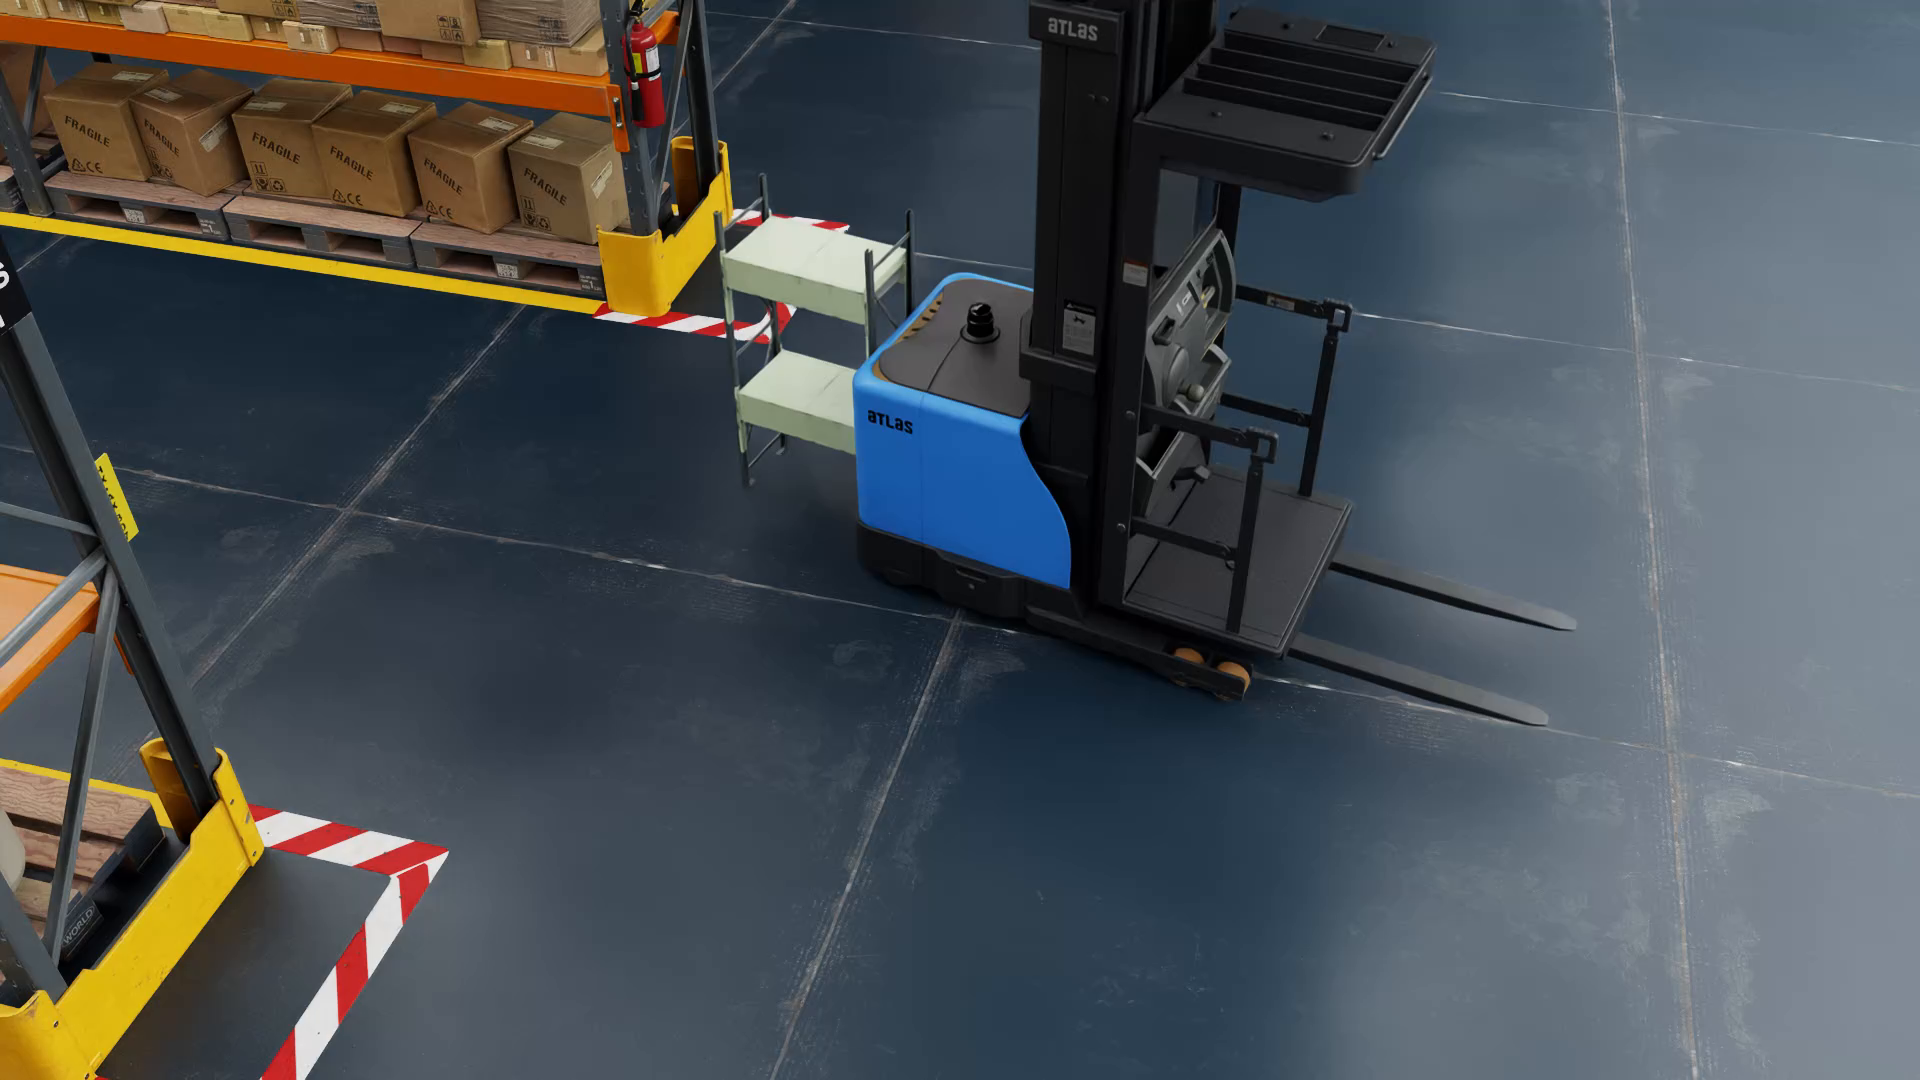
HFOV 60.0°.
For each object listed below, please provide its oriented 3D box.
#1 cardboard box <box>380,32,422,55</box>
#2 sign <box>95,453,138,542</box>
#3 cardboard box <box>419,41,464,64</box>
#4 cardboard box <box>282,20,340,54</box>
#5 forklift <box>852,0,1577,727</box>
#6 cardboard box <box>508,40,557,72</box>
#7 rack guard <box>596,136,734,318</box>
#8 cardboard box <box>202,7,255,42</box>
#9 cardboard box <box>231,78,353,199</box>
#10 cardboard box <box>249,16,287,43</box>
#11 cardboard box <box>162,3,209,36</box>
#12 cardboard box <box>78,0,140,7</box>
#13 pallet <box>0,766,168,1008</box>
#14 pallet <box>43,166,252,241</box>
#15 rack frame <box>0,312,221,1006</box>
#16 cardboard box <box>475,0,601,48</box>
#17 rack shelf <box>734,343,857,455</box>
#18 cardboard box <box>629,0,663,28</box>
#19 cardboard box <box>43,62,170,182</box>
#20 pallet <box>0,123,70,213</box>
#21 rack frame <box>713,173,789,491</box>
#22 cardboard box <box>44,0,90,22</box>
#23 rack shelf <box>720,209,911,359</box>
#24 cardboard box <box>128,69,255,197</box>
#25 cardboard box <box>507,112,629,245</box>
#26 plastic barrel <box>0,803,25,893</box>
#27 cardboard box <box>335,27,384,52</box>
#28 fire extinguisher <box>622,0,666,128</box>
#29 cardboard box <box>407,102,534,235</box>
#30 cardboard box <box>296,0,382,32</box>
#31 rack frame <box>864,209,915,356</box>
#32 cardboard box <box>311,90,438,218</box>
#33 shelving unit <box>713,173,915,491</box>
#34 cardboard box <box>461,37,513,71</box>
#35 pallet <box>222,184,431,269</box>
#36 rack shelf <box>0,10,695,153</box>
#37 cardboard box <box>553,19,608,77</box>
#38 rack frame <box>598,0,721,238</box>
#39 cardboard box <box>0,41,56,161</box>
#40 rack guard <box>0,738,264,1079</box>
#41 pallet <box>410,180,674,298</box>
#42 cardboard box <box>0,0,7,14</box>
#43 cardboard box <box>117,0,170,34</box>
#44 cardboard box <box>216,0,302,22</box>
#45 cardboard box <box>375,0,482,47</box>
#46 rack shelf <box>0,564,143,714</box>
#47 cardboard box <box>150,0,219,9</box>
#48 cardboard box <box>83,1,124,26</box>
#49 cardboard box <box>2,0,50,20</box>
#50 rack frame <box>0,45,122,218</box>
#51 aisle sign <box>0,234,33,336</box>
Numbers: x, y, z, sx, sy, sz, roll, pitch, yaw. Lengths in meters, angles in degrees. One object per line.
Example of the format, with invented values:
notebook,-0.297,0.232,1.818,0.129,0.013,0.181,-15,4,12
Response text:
cardboard box,-2.885,-2.745,8.881,0.250,0.149,0.380,10,41,11
sign,-2.725,-0.122,5.347,0.005,0.325,0.100,10,41,11
cardboard box,-2.654,-2.677,8.801,0.250,0.149,0.380,10,41,11
cardboard box,-3.396,-2.759,8.898,0.250,0.149,0.380,10,41,11
forklift,1.090,-0.841,6.473,3.031,2.935,1.130,17,43,20
cardboard box,-2.162,-2.616,8.728,0.250,0.149,0.380,10,41,11
rack guard,-1.665,-1.807,9.513,0.348,0.500,1.175,10,41,11
cardboard box,-3.873,-2.857,9.014,0.250,0.149,0.380,10,41,11
cardboard box,-3.904,-2.384,9.873,0.500,0.500,0.500,6,40,8
cardboard box,-3.620,-2.843,8.999,0.250,0.149,0.380,10,41,11
cardboard box,-4.112,-2.905,9.072,0.250,0.149,0.380,10,41,11
cardboard box,-4.563,-3.351,9.098,0.500,0.500,0.875,10,41,11
pallet,-3.741,1.272,6.072,1.213,0.211,1.003,10,41,11
pallet,-4.798,-2.259,10.276,1.213,0.211,1.003,10,41,11
rack frame,-2.872,0.325,5.030,0.127,3.000,1.000,10,41,11
cardboard box,-2.116,-3.012,8.695,0.500,0.500,0.875,10,41,11
rack shelf,-0.625,-0.575,7.775,0.720,0.370,0.431,17,43,20
cardboard box,-1.805,-2.851,9.008,0.250,0.149,0.380,10,41,11
cardboard box,-5.080,-2.529,10.046,0.500,0.500,0.500,9,41,10
pallet,-6.208,-2.477,10.536,1.213,0.211,1.003,10,41,11
rack frame,-0.953,-0.928,7.689,0.023,1.500,0.400,17,43,20
cardboard box,-4.839,-3.024,9.213,0.250,0.149,0.380,10,41,11
rack shelf,-0.625,-1.123,7.315,0.720,0.370,0.431,17,43,20
cardboard box,-4.524,-2.438,9.938,0.500,0.500,0.500,23,45,25
cardboard box,-2.190,-2.069,9.499,0.500,0.500,0.500,17,43,19
plastic barrel,-3.527,1.055,5.769,0.421,0.512,0.421,0,40,0
cardboard box,-3.132,-2.772,8.914,0.250,0.149,0.380,10,41,11
fire extinguisher,-1.600,-2.417,8.355,0.183,0.674,0.296,10,41,11
cardboard box,-2.777,-2.148,9.592,0.500,0.500,0.500,20,44,23
cardboard box,-3.102,-3.131,8.836,0.500,0.500,0.875,10,41,11
rack frame,-0.296,-0.721,7.443,0.023,1.500,0.400,17,43,20
cardboard box,-3.377,-2.263,9.730,0.500,0.500,0.500,13,42,15
shelving unit,-0.625,-0.825,7.566,0.755,1.500,0.431,17,43,20
cardboard box,-2.416,-2.626,8.740,0.250,0.149,0.380,10,41,11
pallet,-3.615,-2.058,10.036,1.213,0.211,1.003,10,41,11
rack shelf,-3.524,-2.809,9.321,4.000,0.370,1.077,10,41,11
cardboard box,-1.920,-2.575,8.678,0.250,0.149,0.380,10,41,11
rack frame,-1.592,-2.752,8.694,0.127,3.000,1.000,10,41,11
cardboard box,-6.043,-2.743,10.286,0.500,0.500,0.700,7,41,8
rack guard,-2.957,1.299,5.814,0.348,0.500,1.175,10,41,11
pallet,-2.441,-1.853,9.793,1.213,0.211,1.003,10,41,11
cardboard box,-5.326,-3.098,9.301,0.250,0.149,0.380,10,41,11
cardboard box,-4.364,-2.921,9.091,0.250,0.149,0.380,10,41,11
cardboard box,-3.582,-3.221,8.944,0.500,0.500,0.875,10,41,11
cardboard box,-2.630,-3.021,8.706,0.500,0.500,0.875,10,41,11
rack shelf,-4.804,0.268,5.657,4.000,0.370,1.077,10,41,11
cardboard box,-4.054,-3.330,9.074,0.500,0.500,0.875,10,41,11
cardboard box,-4.595,-2.988,9.171,0.250,0.149,0.380,10,41,11
cardboard box,-5.088,-3.048,9.242,0.250,0.149,0.380,10,41,11
rack frame,-5.456,-3.417,9.486,0.127,3.000,1.000,10,41,11
aisle sign,-2.727,-0.840,4.396,0.004,0.787,0.394,10,41,11
